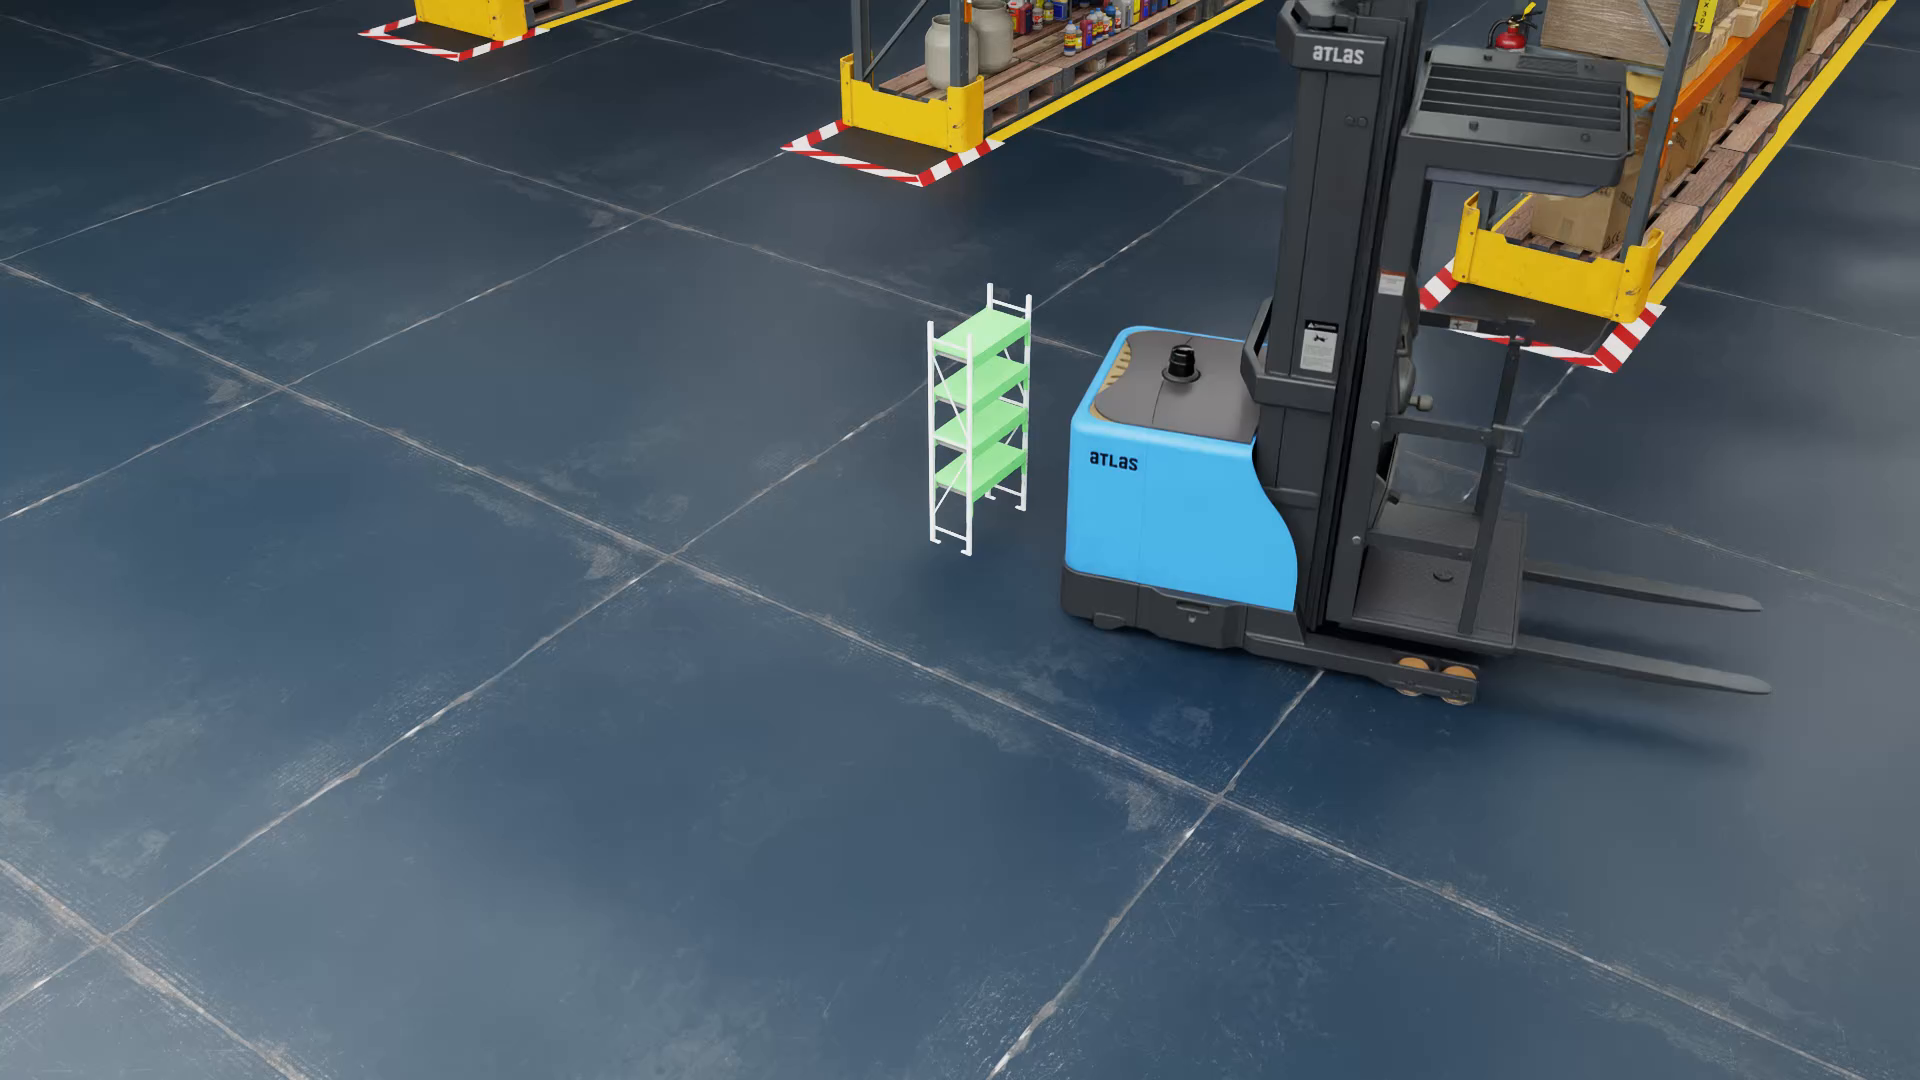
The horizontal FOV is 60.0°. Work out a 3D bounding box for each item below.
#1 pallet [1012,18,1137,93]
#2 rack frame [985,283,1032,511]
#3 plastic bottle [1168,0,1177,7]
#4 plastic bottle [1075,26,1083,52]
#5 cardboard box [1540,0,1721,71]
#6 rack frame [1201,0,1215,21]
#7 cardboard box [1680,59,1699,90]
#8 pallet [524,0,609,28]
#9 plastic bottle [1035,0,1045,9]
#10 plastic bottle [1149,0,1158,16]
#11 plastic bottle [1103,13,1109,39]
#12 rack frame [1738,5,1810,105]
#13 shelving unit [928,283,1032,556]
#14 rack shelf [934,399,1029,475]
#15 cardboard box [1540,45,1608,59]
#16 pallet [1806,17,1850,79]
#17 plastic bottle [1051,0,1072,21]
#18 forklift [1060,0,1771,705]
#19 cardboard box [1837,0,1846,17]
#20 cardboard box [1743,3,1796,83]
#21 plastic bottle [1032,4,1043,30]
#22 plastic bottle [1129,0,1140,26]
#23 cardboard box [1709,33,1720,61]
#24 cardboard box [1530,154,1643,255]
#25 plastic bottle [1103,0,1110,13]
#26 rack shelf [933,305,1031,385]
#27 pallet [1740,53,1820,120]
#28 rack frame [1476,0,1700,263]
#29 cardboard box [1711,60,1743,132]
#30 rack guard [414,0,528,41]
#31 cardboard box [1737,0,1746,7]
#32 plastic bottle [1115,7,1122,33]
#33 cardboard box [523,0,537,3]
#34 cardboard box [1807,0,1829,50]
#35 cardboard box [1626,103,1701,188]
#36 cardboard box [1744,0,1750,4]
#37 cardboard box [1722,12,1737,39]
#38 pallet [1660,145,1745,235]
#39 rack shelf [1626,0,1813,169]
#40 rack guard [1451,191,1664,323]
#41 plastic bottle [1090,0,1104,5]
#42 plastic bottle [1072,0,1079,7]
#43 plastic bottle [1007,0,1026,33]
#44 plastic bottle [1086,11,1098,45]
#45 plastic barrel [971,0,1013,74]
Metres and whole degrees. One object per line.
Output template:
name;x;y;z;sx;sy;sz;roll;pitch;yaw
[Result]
pallet;0.790;-4.198;14.269;1.003;0.211;1.213;21;39;28
rack frame;0.234;-0.685;8.193;0.240;1.200;0.015;21;39;28
plastic bottle;1.899;-4.943;14.913;0.061;0.283;0.133;23;41;30
plastic bottle;0.971;-4.177;13.855;0.097;0.201;0.097;0;34;0
cardboard box;4.027;-3.199;9.948;0.875;0.500;0.500;21;39;28
rack frame;1.902;-6.213;14.759;1.000;3.000;0.127;21;39;28
cardboard box;4.207;-2.850;10.010;0.380;0.149;0.250;21;39;28
pallet;-4.044;-5.166;15.700;1.003;0.211;1.213;21;39;28
plastic bottle;0.645;-4.690;14.480;0.144;0.351;0.185;23;40;30
plastic bottle;1.663;-4.821;14.673;0.144;0.351;0.185;19;39;26
plastic bottle;1.220;-4.379;14.153;0.097;0.201;0.097;0;34;0
rack frame;5.971;-4.631;12.420;1.000;3.000;0.127;21;39;28
shelving unit;0.094;-0.573;8.027;0.258;1.200;0.503;21;39;28
rack shelf;0.094;-0.520;8.062;0.258;0.148;0.480;21;39;28
cardboard box;3.684;-2.883;10.059;0.380;0.149;0.250;21;39;28
pallet;7.109;-4.398;14.565;1.003;0.211;1.213;21;39;28
plastic bottle;0.887;-4.709;14.575;0.152;0.276;0.135;21;39;28
forklift;2.039;-0.836;6.870;3.031;2.935;1.130;10;35;15
cardboard box;7.581;-5.044;14.870;0.700;0.500;0.500;18;38;24
cardboard box;6.339;-4.053;13.404;0.700;0.500;0.500;18;38;25
plastic bottle;0.667;-4.520;14.361;0.097;0.201;0.097;0;34;0
plastic bottle;1.478;-4.672;14.453;0.144;0.351;0.185;21;39;28
cardboard box;4.488;-3.082;10.353;0.380;0.149;0.250;21;39;28
cardboard box;4.060;-2.210;10.697;0.500;0.500;0.500;-29;43;-35
plastic bottle;1.295;-4.604;14.413;0.061;0.283;0.133;21;39;28
rack shelf;0.094;-0.918;7.793;0.258;0.148;0.480;21;39;28
pallet;6.414;-3.834;13.731;1.003;0.211;1.213;21;39;28
rack frame;3.691;-2.790;9.698;1.000;3.000;0.127;21;39;28
cardboard box;5.390;-3.332;12.356;0.500;0.500;0.500;-23;40;-30
rack guard;-4.459;-4.909;15.063;1.175;0.500;0.348;21;39;28
cardboard box;4.829;-3.910;10.999;0.875;0.500;0.500;21;39;28
plastic bottle;1.338;-4.474;14.293;0.097;0.201;0.097;0;34;0
cardboard box;-3.957;-5.166;15.292;0.500;0.250;0.500;21;39;28
cardboard box;6.945;-4.524;14.101;0.700;0.500;0.500;18;38;24
cardboard box;4.746;-2.778;11.537;0.500;0.500;0.500;25;42;32
cardboard box;5.018;-3.557;11.057;0.380;0.149;0.250;21;39;28
cardboard box;4.756;-3.318;10.703;0.380;0.149;0.250;21;39;28
pallet;4.922;-2.591;11.893;1.003;0.211;1.213;21;39;28
rack shelf;4.831;-3.412;11.260;1.077;0.370;4.000;21;39;28
rack guard;3.734;-1.789;10.449;1.175;0.500;0.348;21;39;28
plastic bottle;1.220;-5.012;14.956;0.144;0.351;0.185;21;39;28
plastic bottle;0.994;-4.972;14.896;0.144;0.351;0.185;20;39;26
plastic bottle;0.475;-4.518;14.292;0.152;0.276;0.135;22;40;29
plastic bottle;1.107;-4.316;13.998;0.097;0.271;0.097;0;34;0
plastic barrel;0.220;-4.073;13.441;0.421;0.512;0.421;0;34;0
